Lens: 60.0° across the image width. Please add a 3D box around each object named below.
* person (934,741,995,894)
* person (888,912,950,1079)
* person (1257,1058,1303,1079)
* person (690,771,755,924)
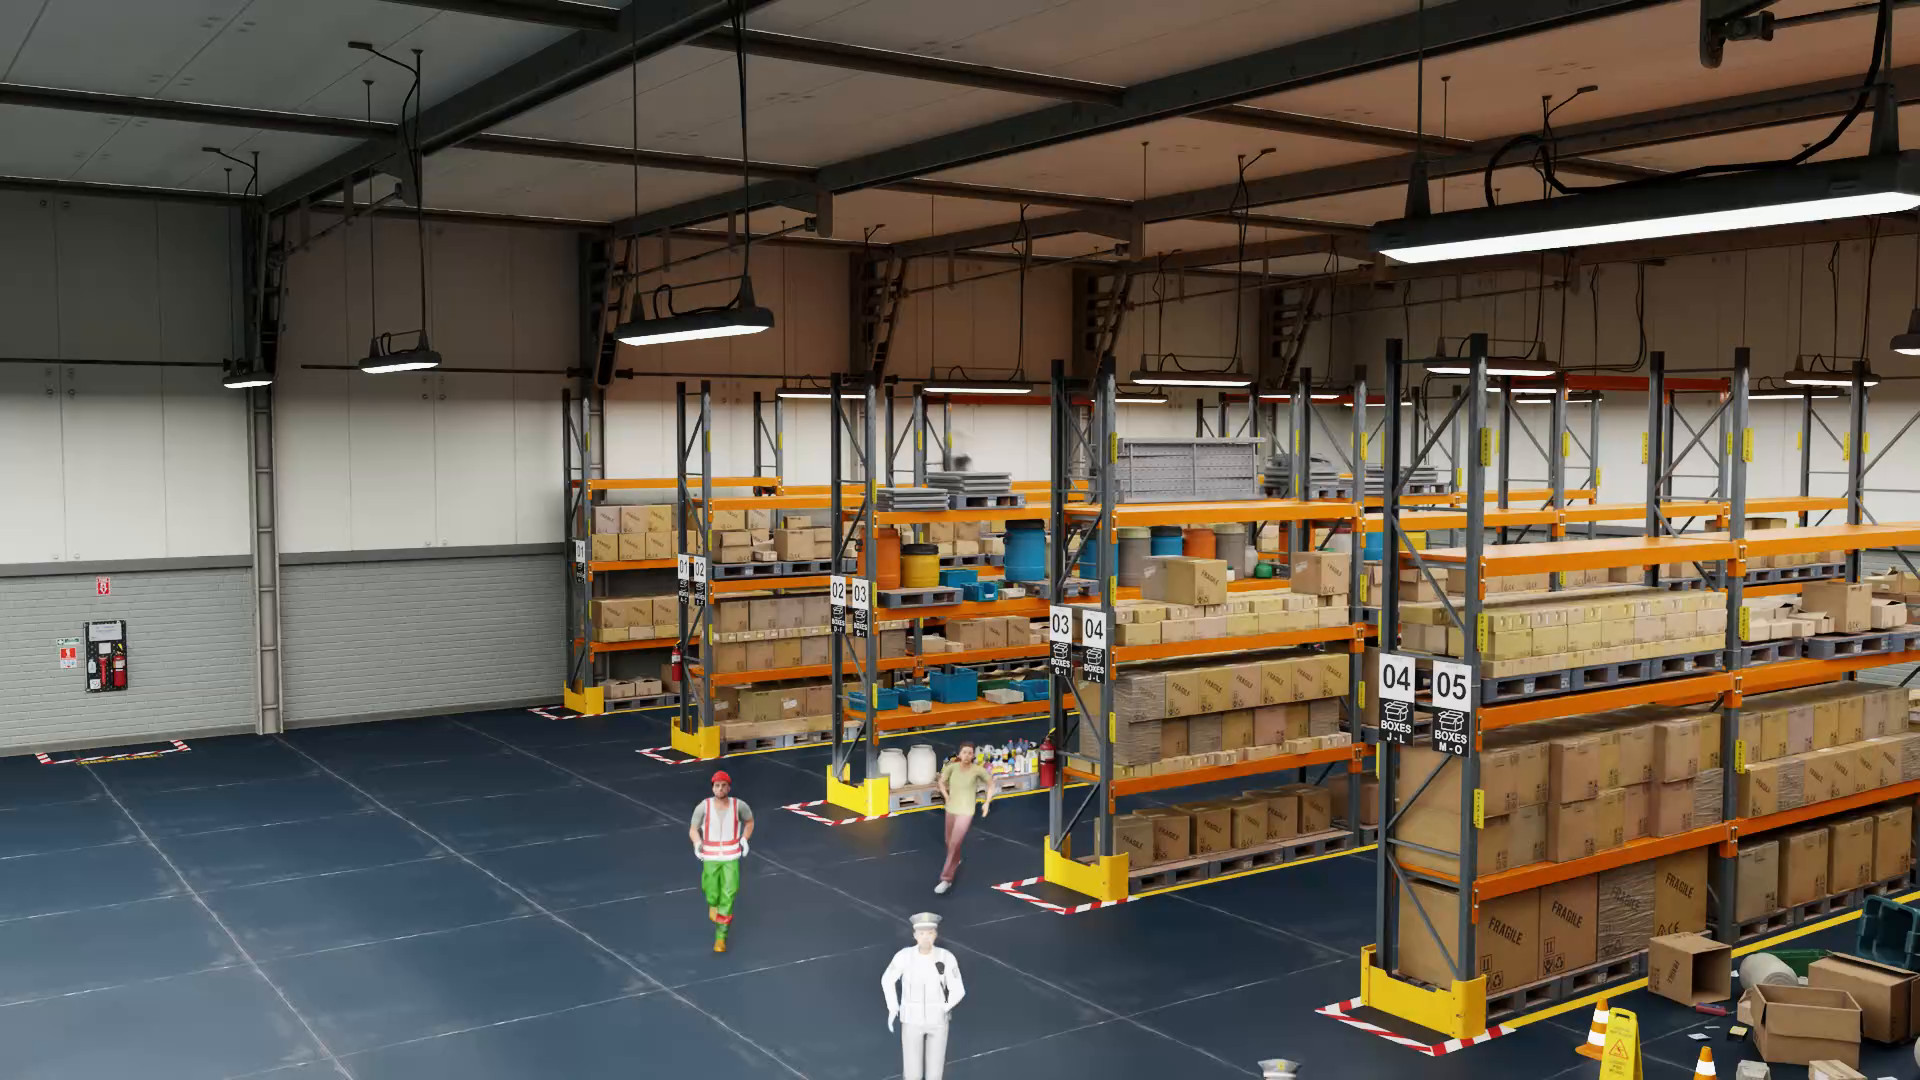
[{"bbox_3d":[0.041,3.107,18.888,0.636,1.664,0.879,1,4,20],"label":"person"},{"bbox_3d":[-0.294,3.521,12.190,0.458,1.589,0.491,0,4,-4],"label":"person"},{"bbox_3d":[1.757,3.721,9.271,0.547,1.756,0.777,0,4,5],"label":"person"},{"bbox_3d":[-2.118,2.500,25.876,3.630,1.505,18.445,0,4,-8],"label":"person"}]
